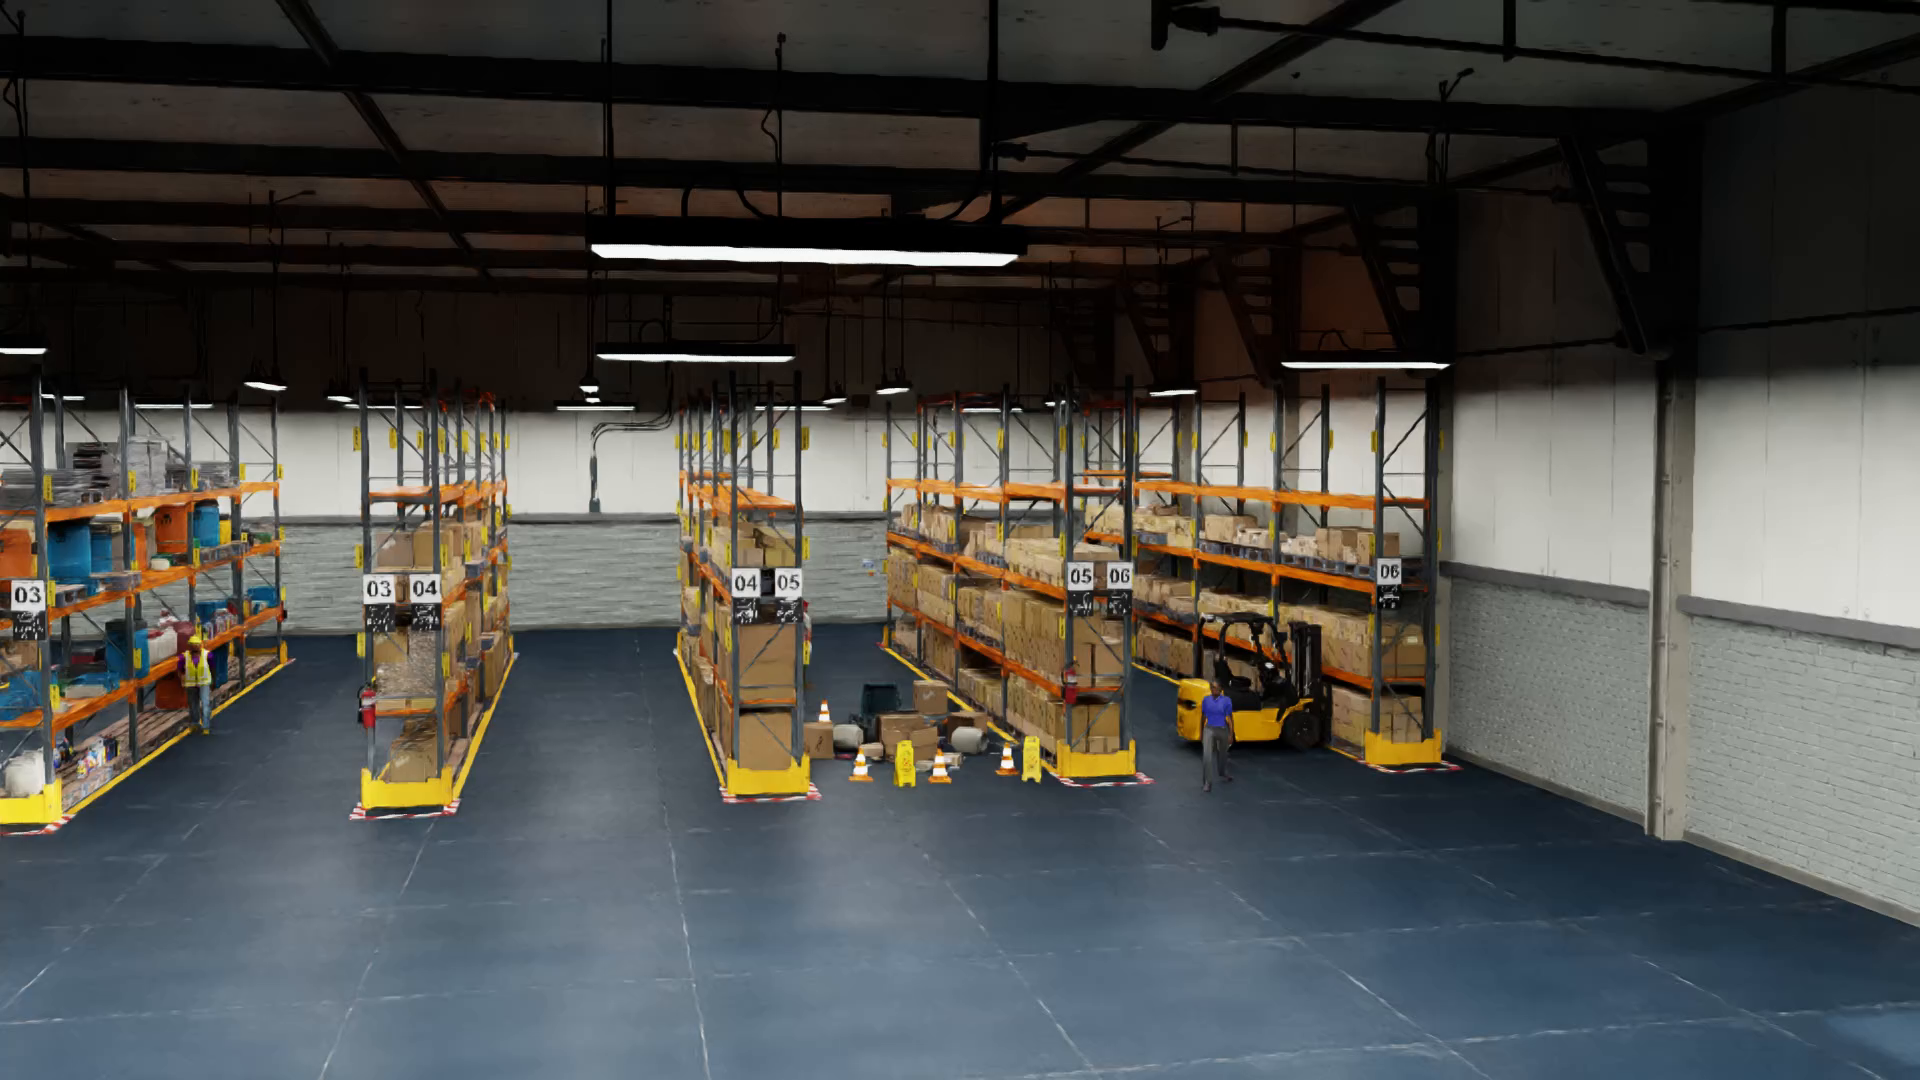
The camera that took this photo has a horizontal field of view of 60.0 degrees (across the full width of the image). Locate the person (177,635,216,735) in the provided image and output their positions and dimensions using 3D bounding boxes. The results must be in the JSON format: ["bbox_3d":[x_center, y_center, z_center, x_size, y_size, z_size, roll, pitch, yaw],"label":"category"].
[{"bbox_3d":[-12.999,2.450,28.322,0.596,1.687,1.060,-1,4,-20],"label":"person"}]

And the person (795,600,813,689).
[{"bbox_3d":[-3.156,2.090,33.666,0.504,1.796,0.699,-3,5,-42],"label":"person"}]

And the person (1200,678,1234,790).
[{"bbox_3d":[3.715,2.770,24.038,0.497,1.592,0.934,0,3,8],"label":"person"}]

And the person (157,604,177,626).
[{"bbox_3d":[-16.211,2.134,34.084,0.474,1.666,0.450,2,4,30],"label":"person"}]
